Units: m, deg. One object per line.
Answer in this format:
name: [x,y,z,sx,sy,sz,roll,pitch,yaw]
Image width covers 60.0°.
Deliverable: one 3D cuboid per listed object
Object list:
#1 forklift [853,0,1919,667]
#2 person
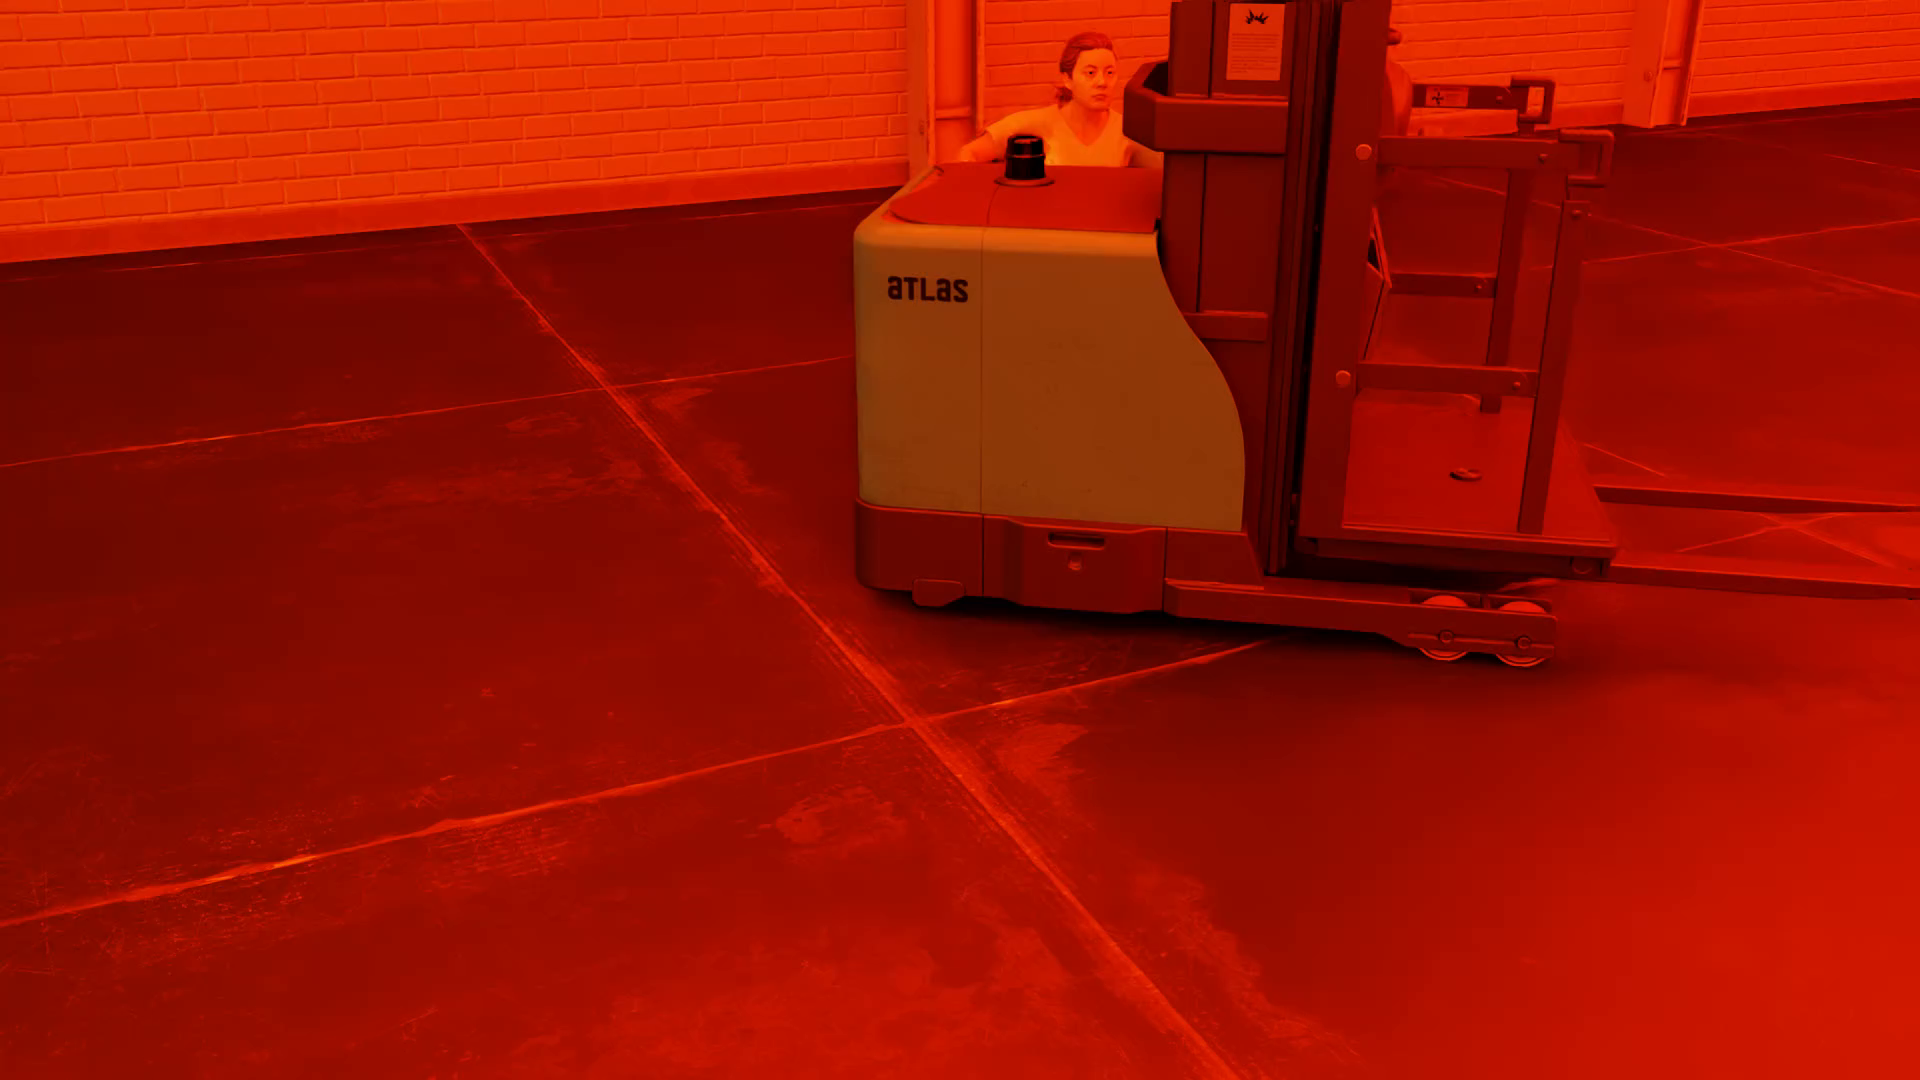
forklift: [1.276,-1.246,4.285,3.031,2.935,1.130,4,23,10]
person: [0.420,-0.852,5.289,0.858,1.428,0.836,-8,24,-19]
